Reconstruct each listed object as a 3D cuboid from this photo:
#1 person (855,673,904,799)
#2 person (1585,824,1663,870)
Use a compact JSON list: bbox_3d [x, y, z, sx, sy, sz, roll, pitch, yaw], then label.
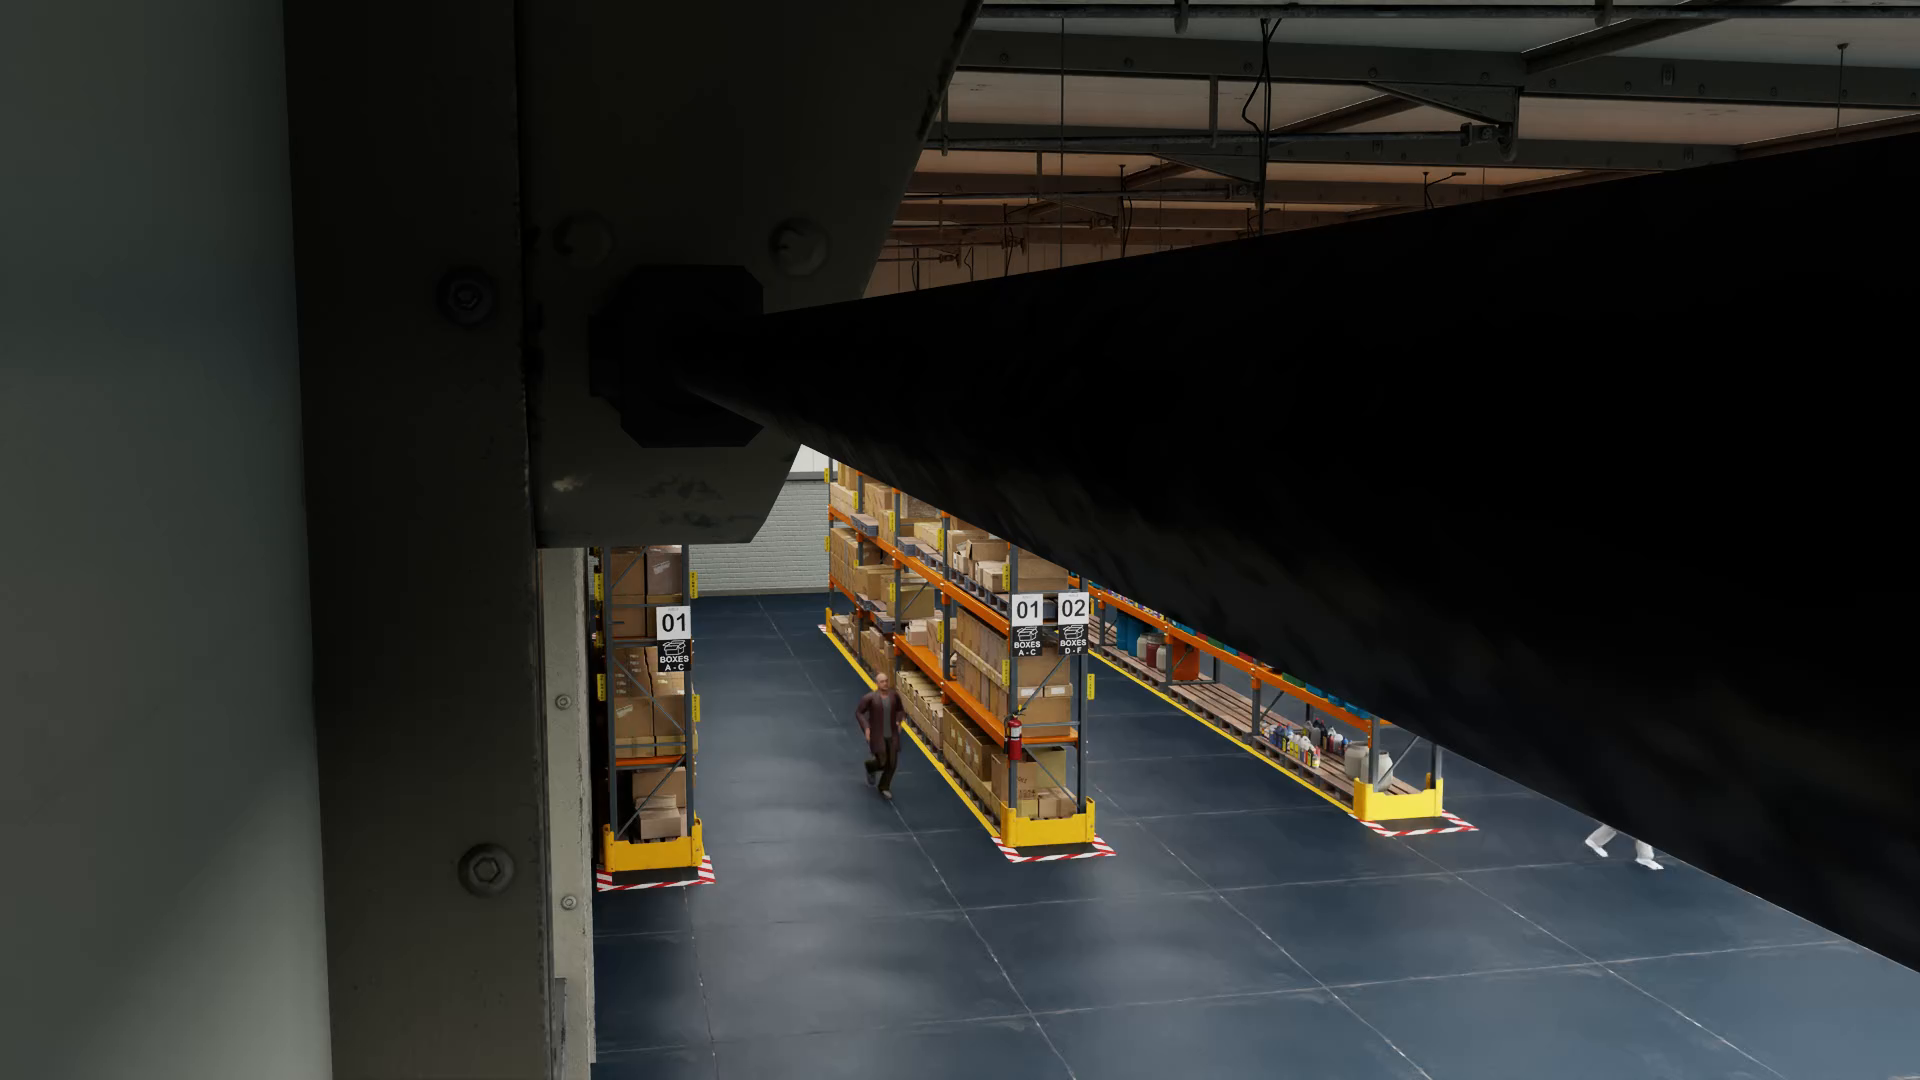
[{"bbox_3d":[-1.089,2.723,23.269,0.709,1.737,0.640,-3,8,-26],"label":"person"},{"bbox_3d":[8.084,3.110,20.177,0.896,1.691,0.553,3,7,23],"label":"person"}]
